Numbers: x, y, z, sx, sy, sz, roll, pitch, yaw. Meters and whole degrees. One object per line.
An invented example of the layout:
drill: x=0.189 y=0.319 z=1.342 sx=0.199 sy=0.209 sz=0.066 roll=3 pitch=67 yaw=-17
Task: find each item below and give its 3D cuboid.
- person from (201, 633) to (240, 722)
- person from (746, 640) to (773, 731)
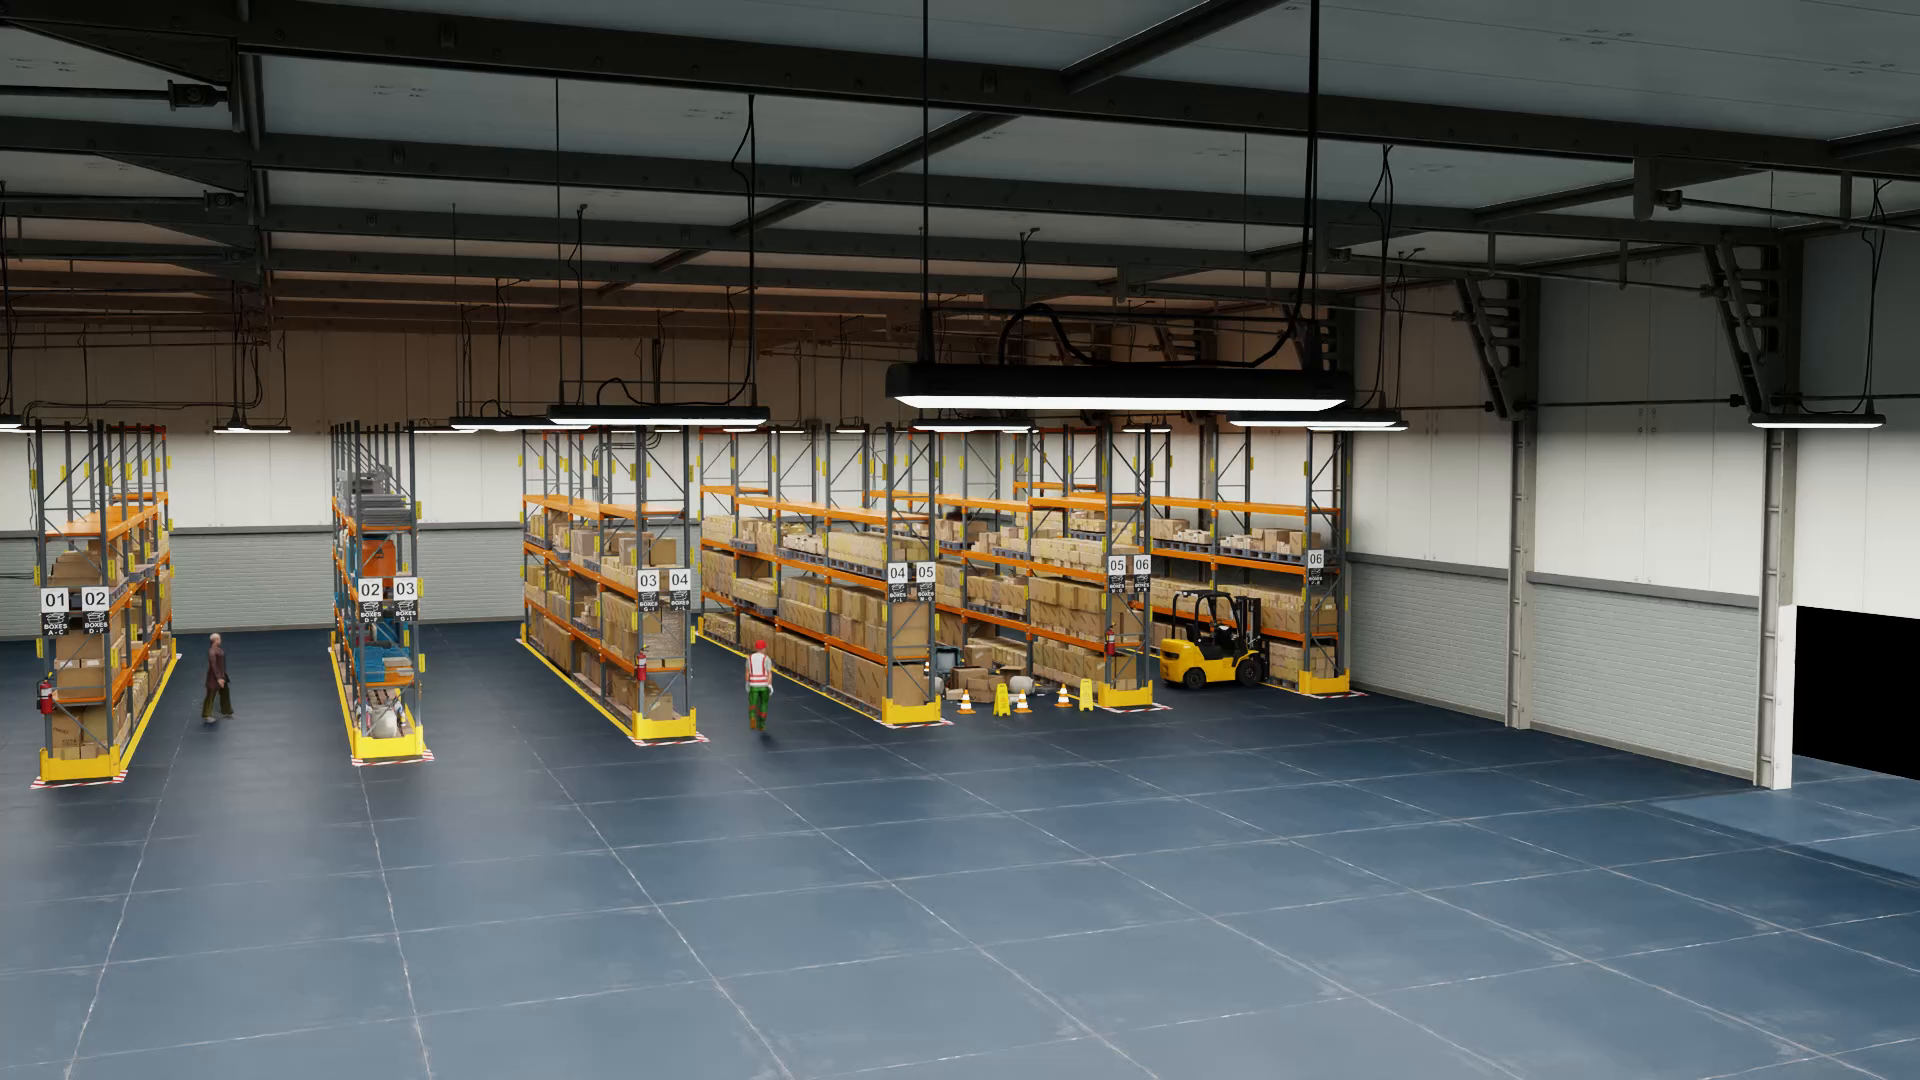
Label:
person: x=-14.888 y=2.768 z=33.367 sx=0.587 sy=1.820 sz=0.703 roll=0 pitch=4 yaw=-3
person: x=-3.881 y=2.815 z=32.101 sx=0.543 sy=1.780 sz=0.682 roll=0 pitch=4 yaw=4
